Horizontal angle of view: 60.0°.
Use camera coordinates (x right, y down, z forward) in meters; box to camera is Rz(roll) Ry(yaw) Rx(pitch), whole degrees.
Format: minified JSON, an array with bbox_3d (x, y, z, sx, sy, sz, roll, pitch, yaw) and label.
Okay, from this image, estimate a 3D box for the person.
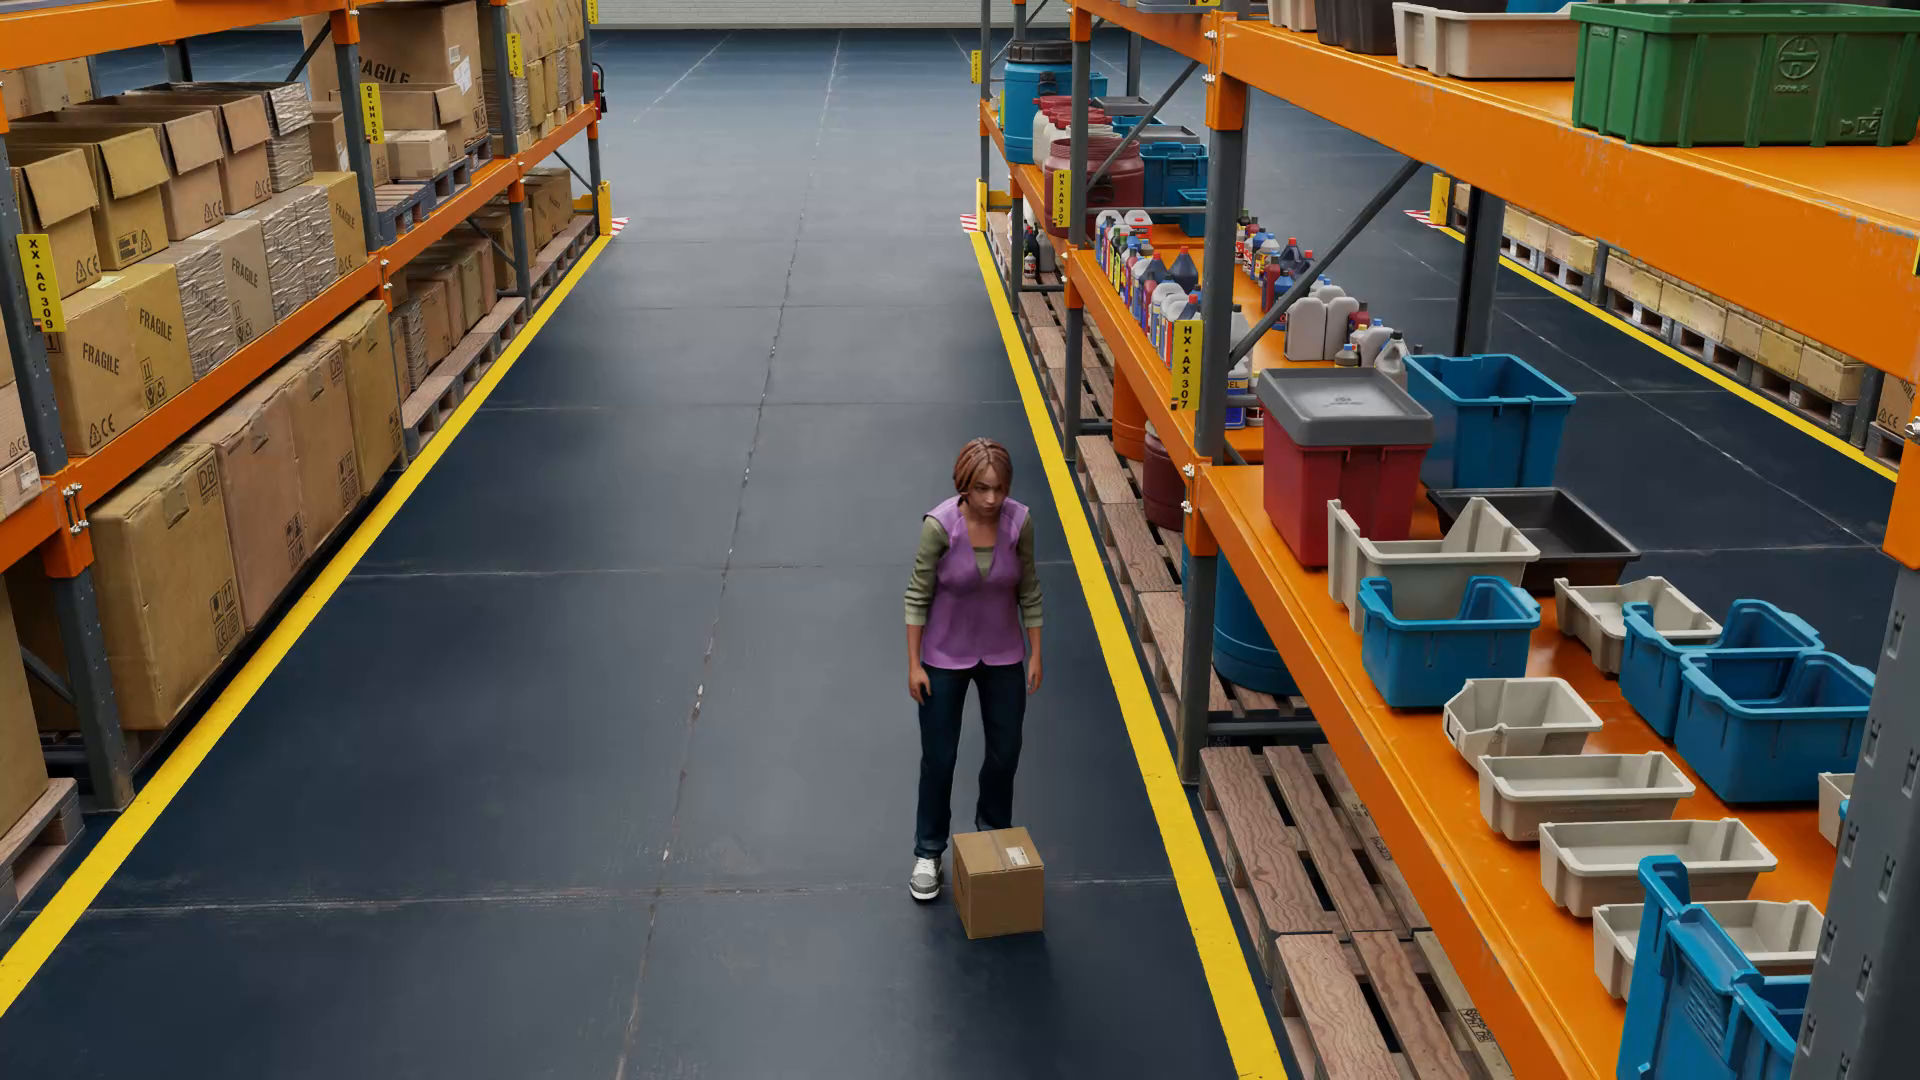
[{"bbox_3d":[0.047,0.415,5.498,0.475,1.592,0.349,-4,21,-11],"label":"person"}]
